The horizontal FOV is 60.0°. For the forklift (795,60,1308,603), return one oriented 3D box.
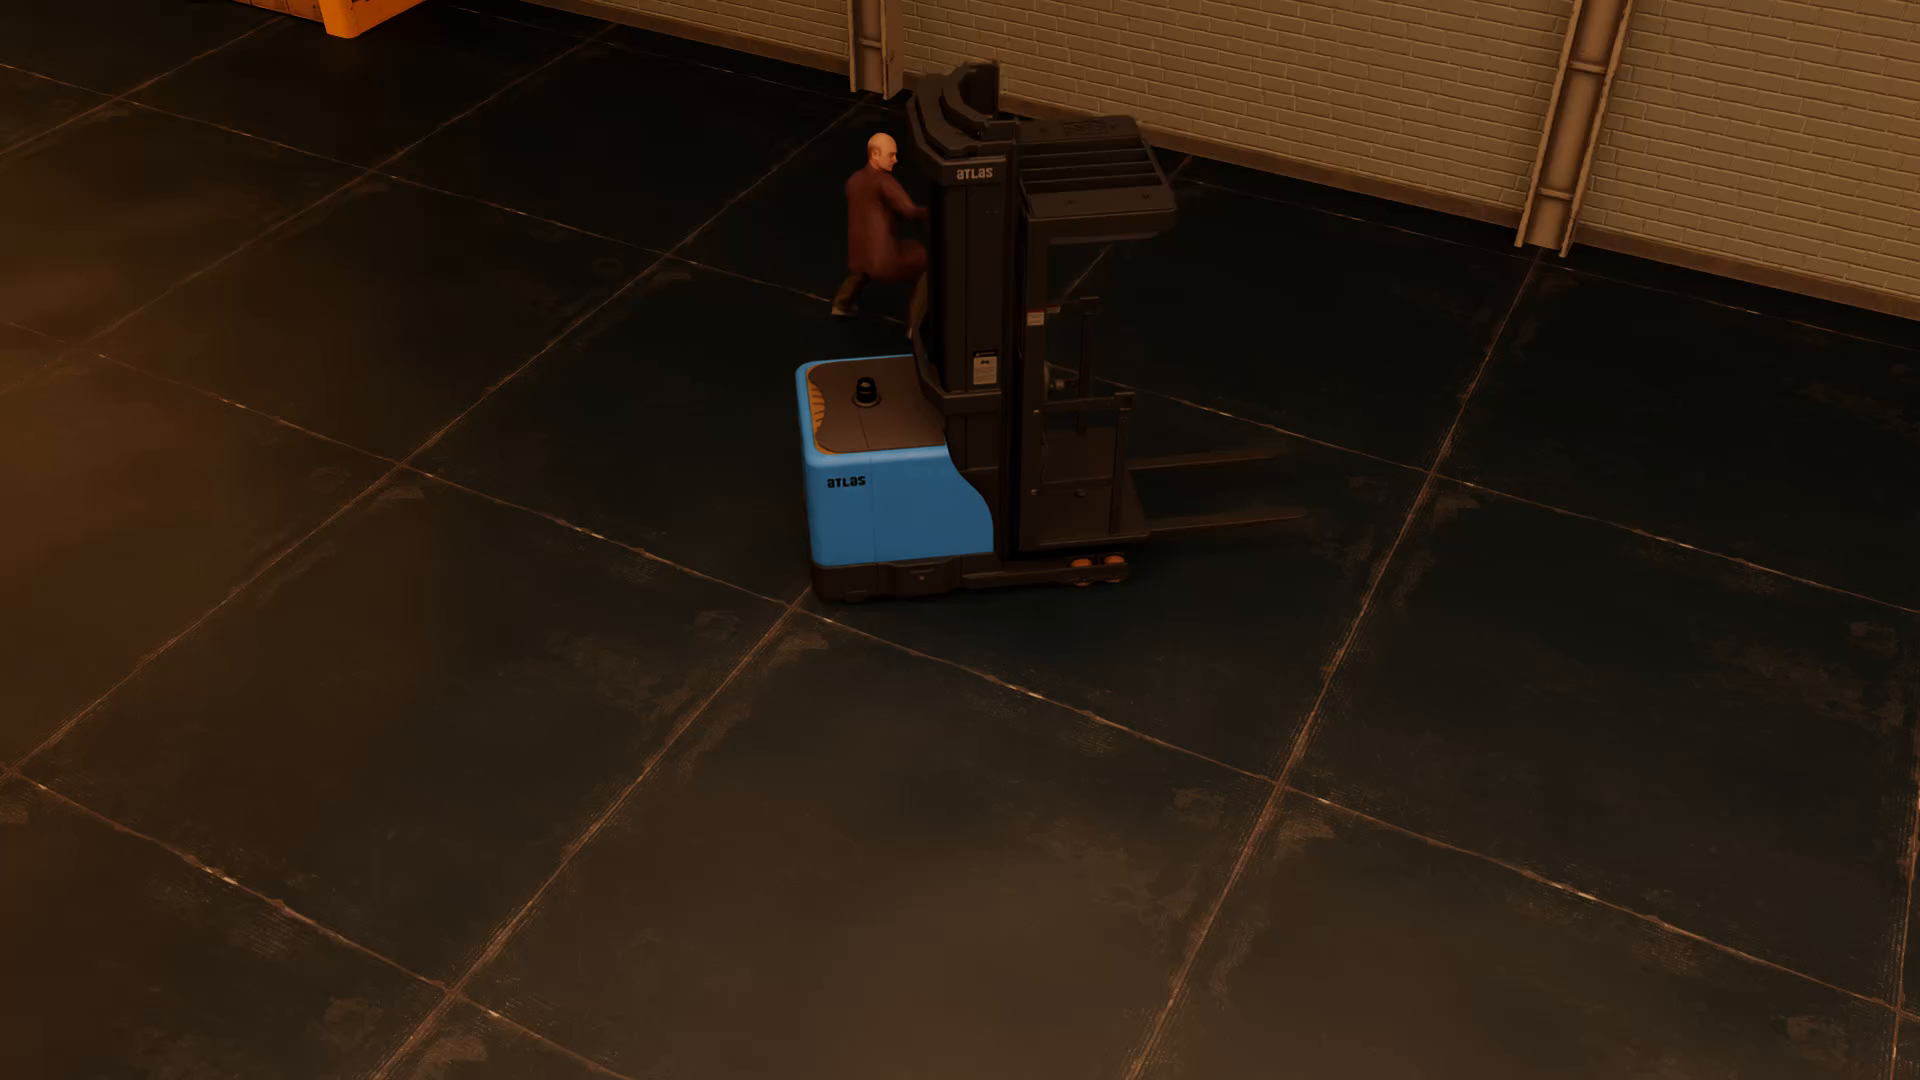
[{"bbox_3d":[0.572,-1.181,9.388,3.031,2.935,1.130,-5,40,-6],"label":"forklift"}]

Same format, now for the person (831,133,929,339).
[{"bbox_3d":[-0.486,-2.117,11.656,0.879,1.548,0.861,27,47,28],"label":"person"}]
